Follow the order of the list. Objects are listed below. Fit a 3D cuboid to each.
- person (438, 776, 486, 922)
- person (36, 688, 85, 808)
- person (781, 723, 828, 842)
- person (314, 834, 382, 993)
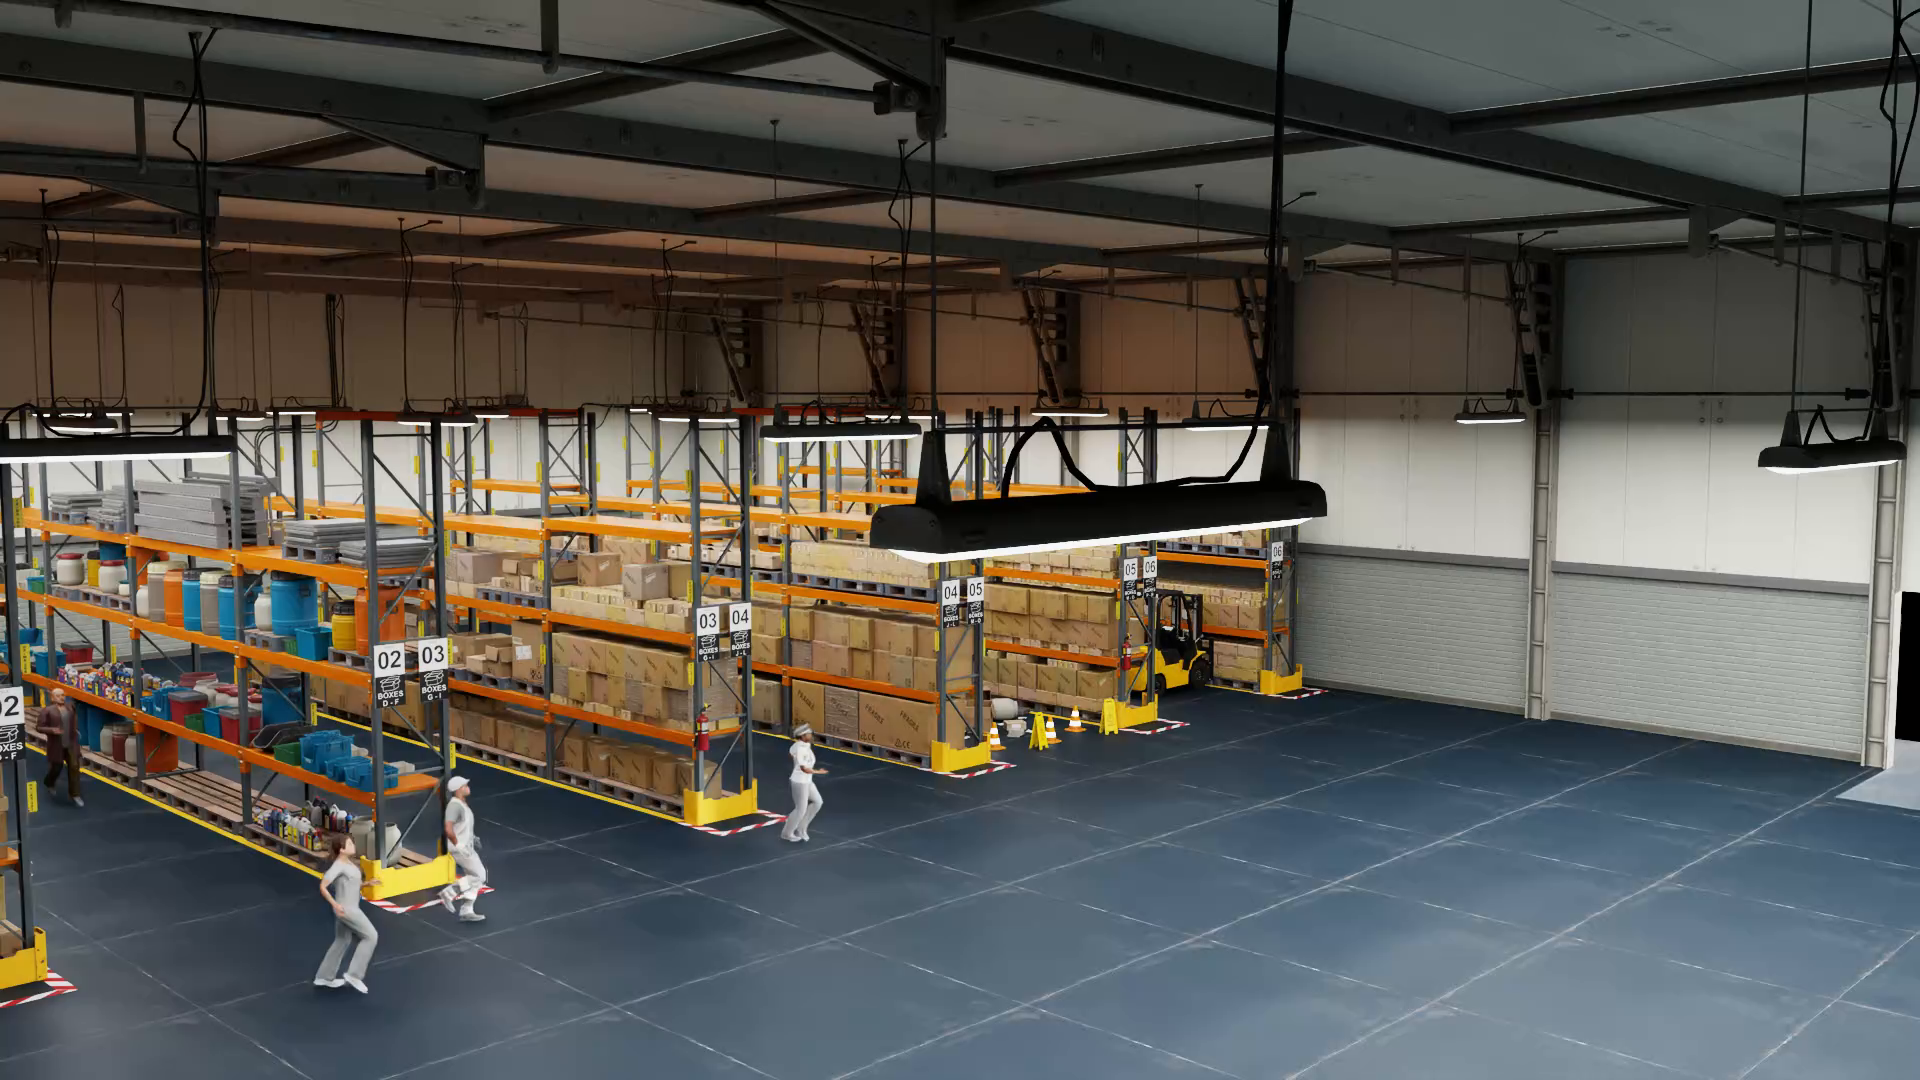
[{"bbox_3d":[-6.005,3.702,20.045,0.558,1.709,0.709,-1,5,-14],"label":"person"},{"bbox_3d":[-13.827,3.293,25.583,1.049,1.548,0.707,4,6,39],"label":"person"},{"bbox_3d":[-2.192,3.429,23.473,0.681,1.717,0.597,0,5,0],"label":"person"},{"bbox_3d":[-6.472,3.943,17.562,0.712,1.696,0.535,-2,5,-18],"label":"person"}]
